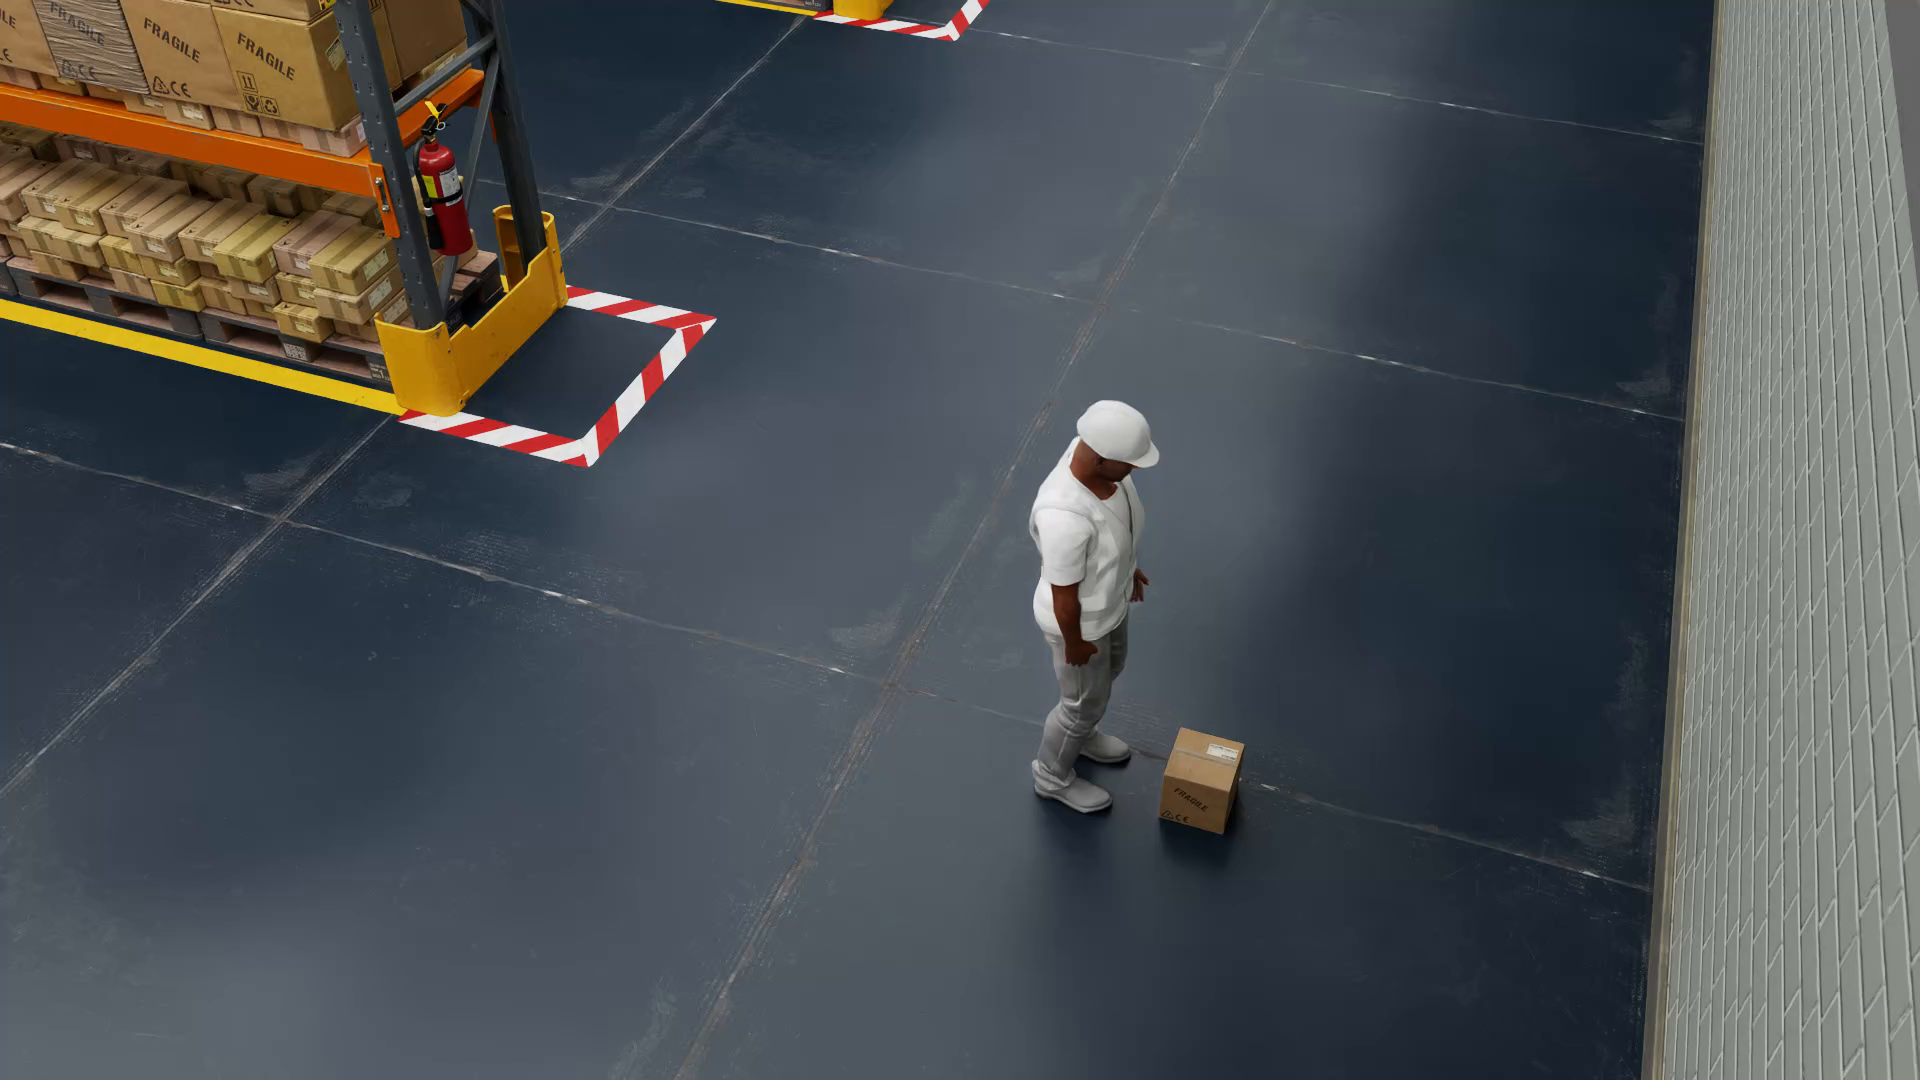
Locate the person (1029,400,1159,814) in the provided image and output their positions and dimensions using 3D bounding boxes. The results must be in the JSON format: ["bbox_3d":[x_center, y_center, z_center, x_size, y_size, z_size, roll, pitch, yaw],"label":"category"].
[{"bbox_3d":[0.463,0.220,5.897,0.379,1.754,0.571,14,43,16],"label":"person"}]
